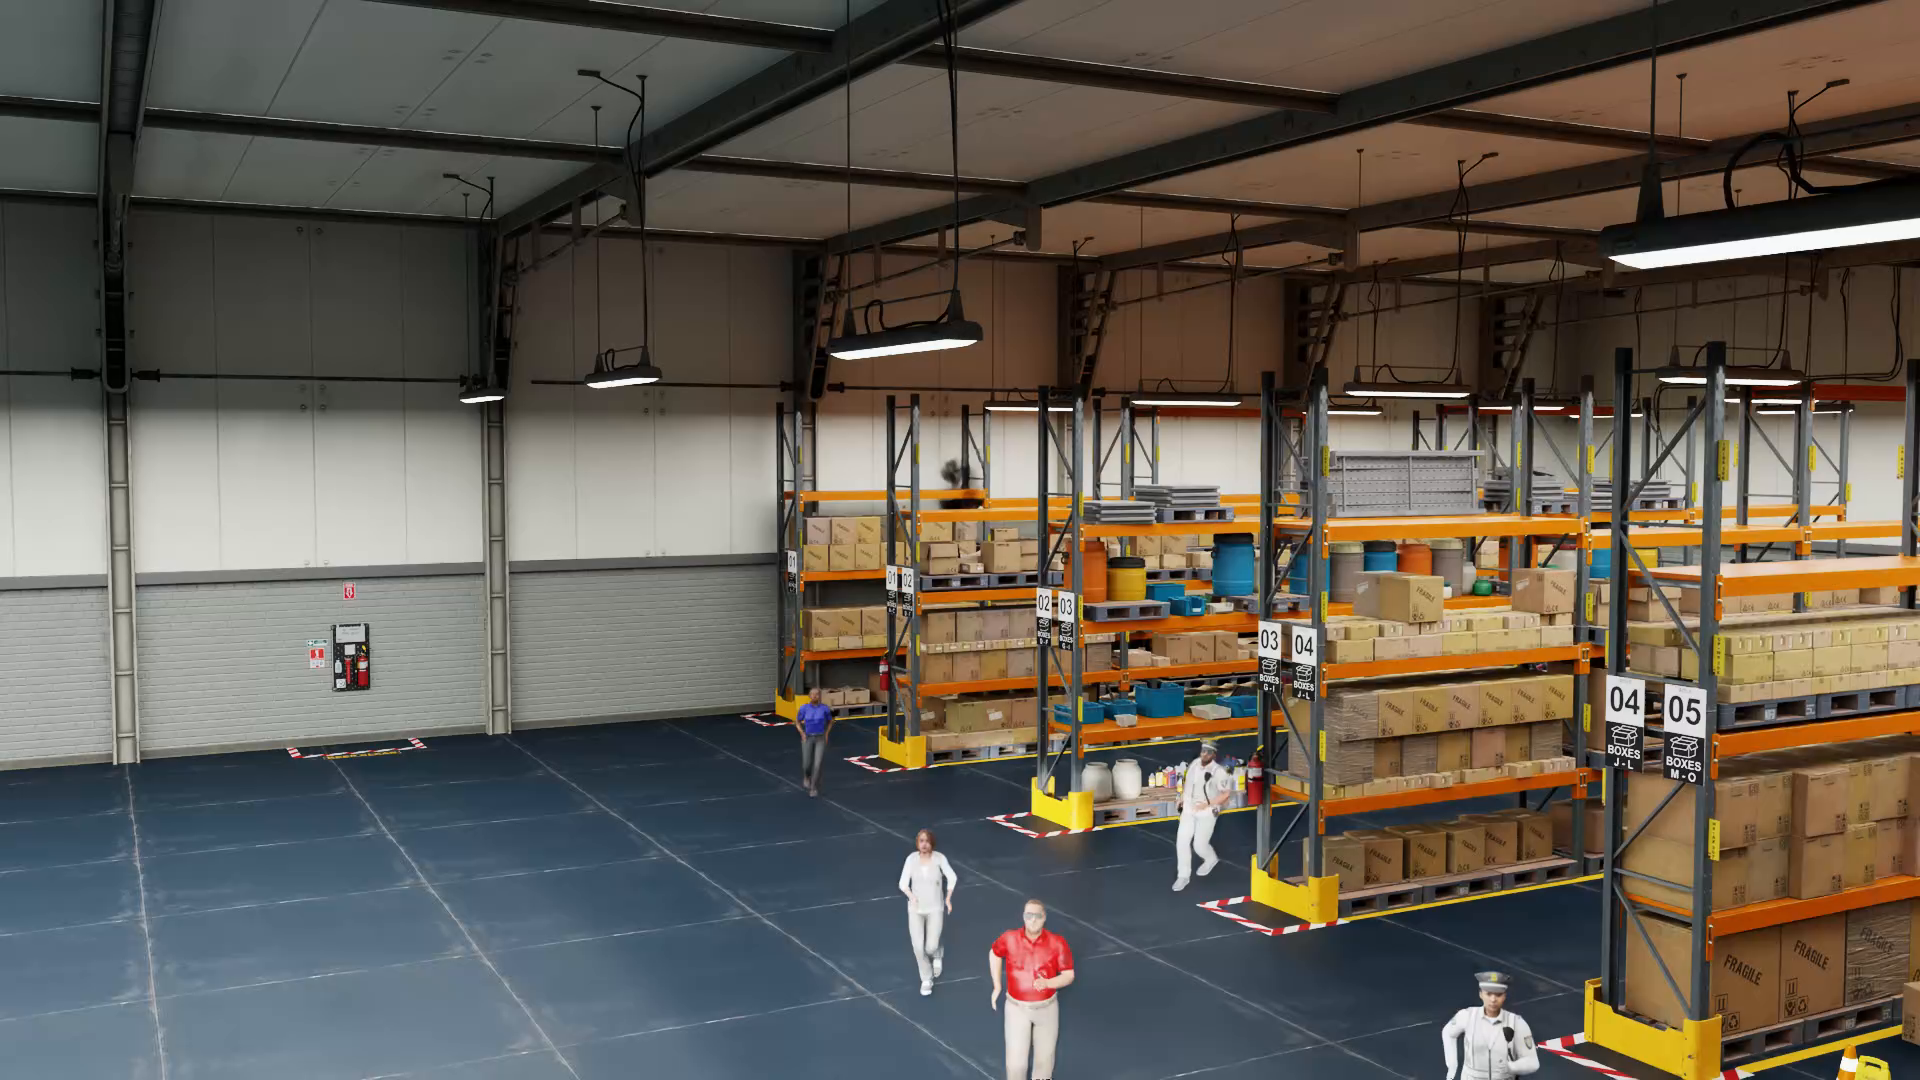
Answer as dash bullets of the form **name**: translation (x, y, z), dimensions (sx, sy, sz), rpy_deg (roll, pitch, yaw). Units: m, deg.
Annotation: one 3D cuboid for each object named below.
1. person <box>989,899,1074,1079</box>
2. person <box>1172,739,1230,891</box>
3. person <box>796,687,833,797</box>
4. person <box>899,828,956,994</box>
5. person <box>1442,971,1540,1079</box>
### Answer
- **person**: translation (0.543, 3.606, 12.537), dimensions (0.631, 1.794, 0.754), rpy_deg (0, 3, 0)
- **person**: translation (2.872, 3.198, 19.507), dimensions (0.688, 1.776, 0.814), rpy_deg (3, 4, 39)
- **person**: translation (-2.146, 2.970, 24.550), dimensions (0.556, 1.609, 0.549), rpy_deg (0, 3, -8)
- **person**: translation (-0.316, 3.503, 15.681), dimensions (0.534, 1.560, 0.540), rpy_deg (0, 3, 6)
- **person**: translation (3.491, 3.680, 10.971), dimensions (0.578, 1.727, 0.826), rpy_deg (1, 3, 13)
